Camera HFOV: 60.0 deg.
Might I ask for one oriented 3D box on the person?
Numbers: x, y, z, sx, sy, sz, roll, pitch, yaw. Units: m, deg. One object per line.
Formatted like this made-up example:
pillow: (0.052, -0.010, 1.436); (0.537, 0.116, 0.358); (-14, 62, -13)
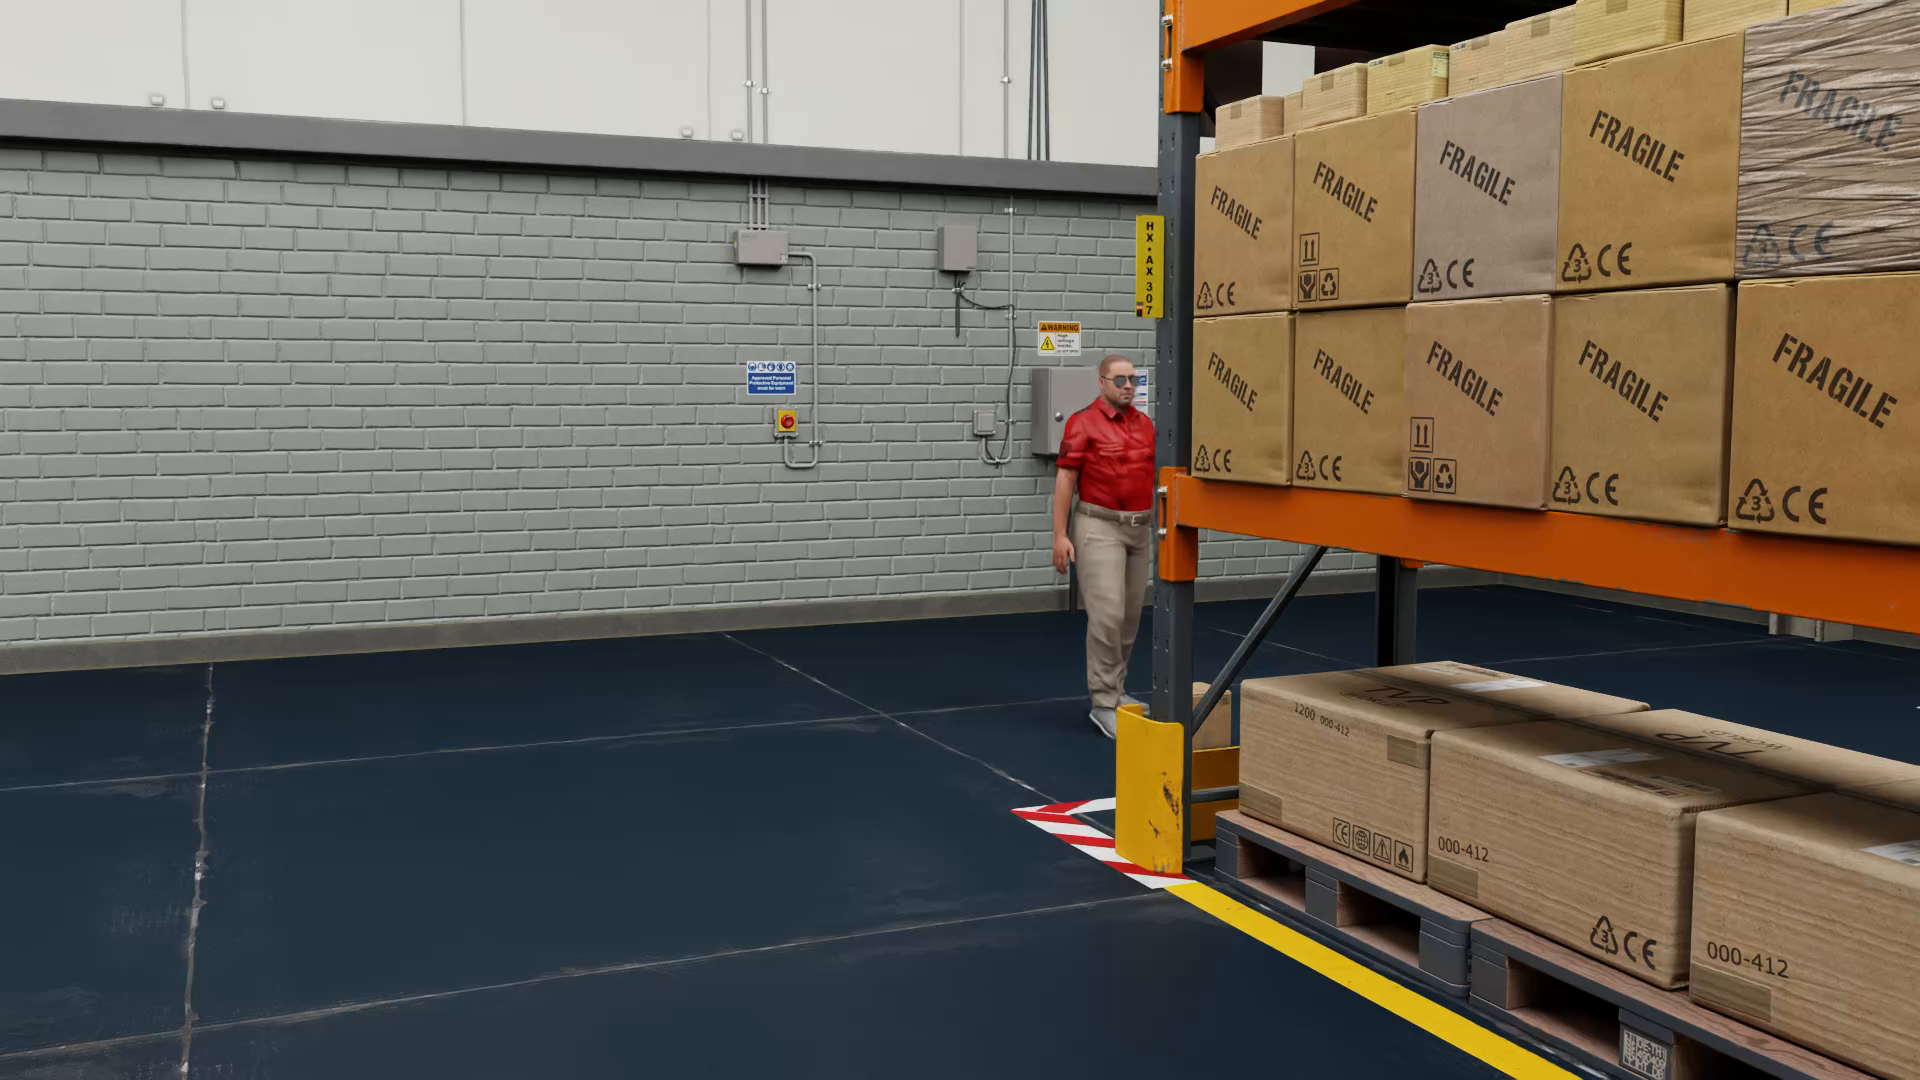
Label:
person: (0.768, 0.018, 7.755); (0.587, 1.767, 0.561); (-5, 7, -42)
